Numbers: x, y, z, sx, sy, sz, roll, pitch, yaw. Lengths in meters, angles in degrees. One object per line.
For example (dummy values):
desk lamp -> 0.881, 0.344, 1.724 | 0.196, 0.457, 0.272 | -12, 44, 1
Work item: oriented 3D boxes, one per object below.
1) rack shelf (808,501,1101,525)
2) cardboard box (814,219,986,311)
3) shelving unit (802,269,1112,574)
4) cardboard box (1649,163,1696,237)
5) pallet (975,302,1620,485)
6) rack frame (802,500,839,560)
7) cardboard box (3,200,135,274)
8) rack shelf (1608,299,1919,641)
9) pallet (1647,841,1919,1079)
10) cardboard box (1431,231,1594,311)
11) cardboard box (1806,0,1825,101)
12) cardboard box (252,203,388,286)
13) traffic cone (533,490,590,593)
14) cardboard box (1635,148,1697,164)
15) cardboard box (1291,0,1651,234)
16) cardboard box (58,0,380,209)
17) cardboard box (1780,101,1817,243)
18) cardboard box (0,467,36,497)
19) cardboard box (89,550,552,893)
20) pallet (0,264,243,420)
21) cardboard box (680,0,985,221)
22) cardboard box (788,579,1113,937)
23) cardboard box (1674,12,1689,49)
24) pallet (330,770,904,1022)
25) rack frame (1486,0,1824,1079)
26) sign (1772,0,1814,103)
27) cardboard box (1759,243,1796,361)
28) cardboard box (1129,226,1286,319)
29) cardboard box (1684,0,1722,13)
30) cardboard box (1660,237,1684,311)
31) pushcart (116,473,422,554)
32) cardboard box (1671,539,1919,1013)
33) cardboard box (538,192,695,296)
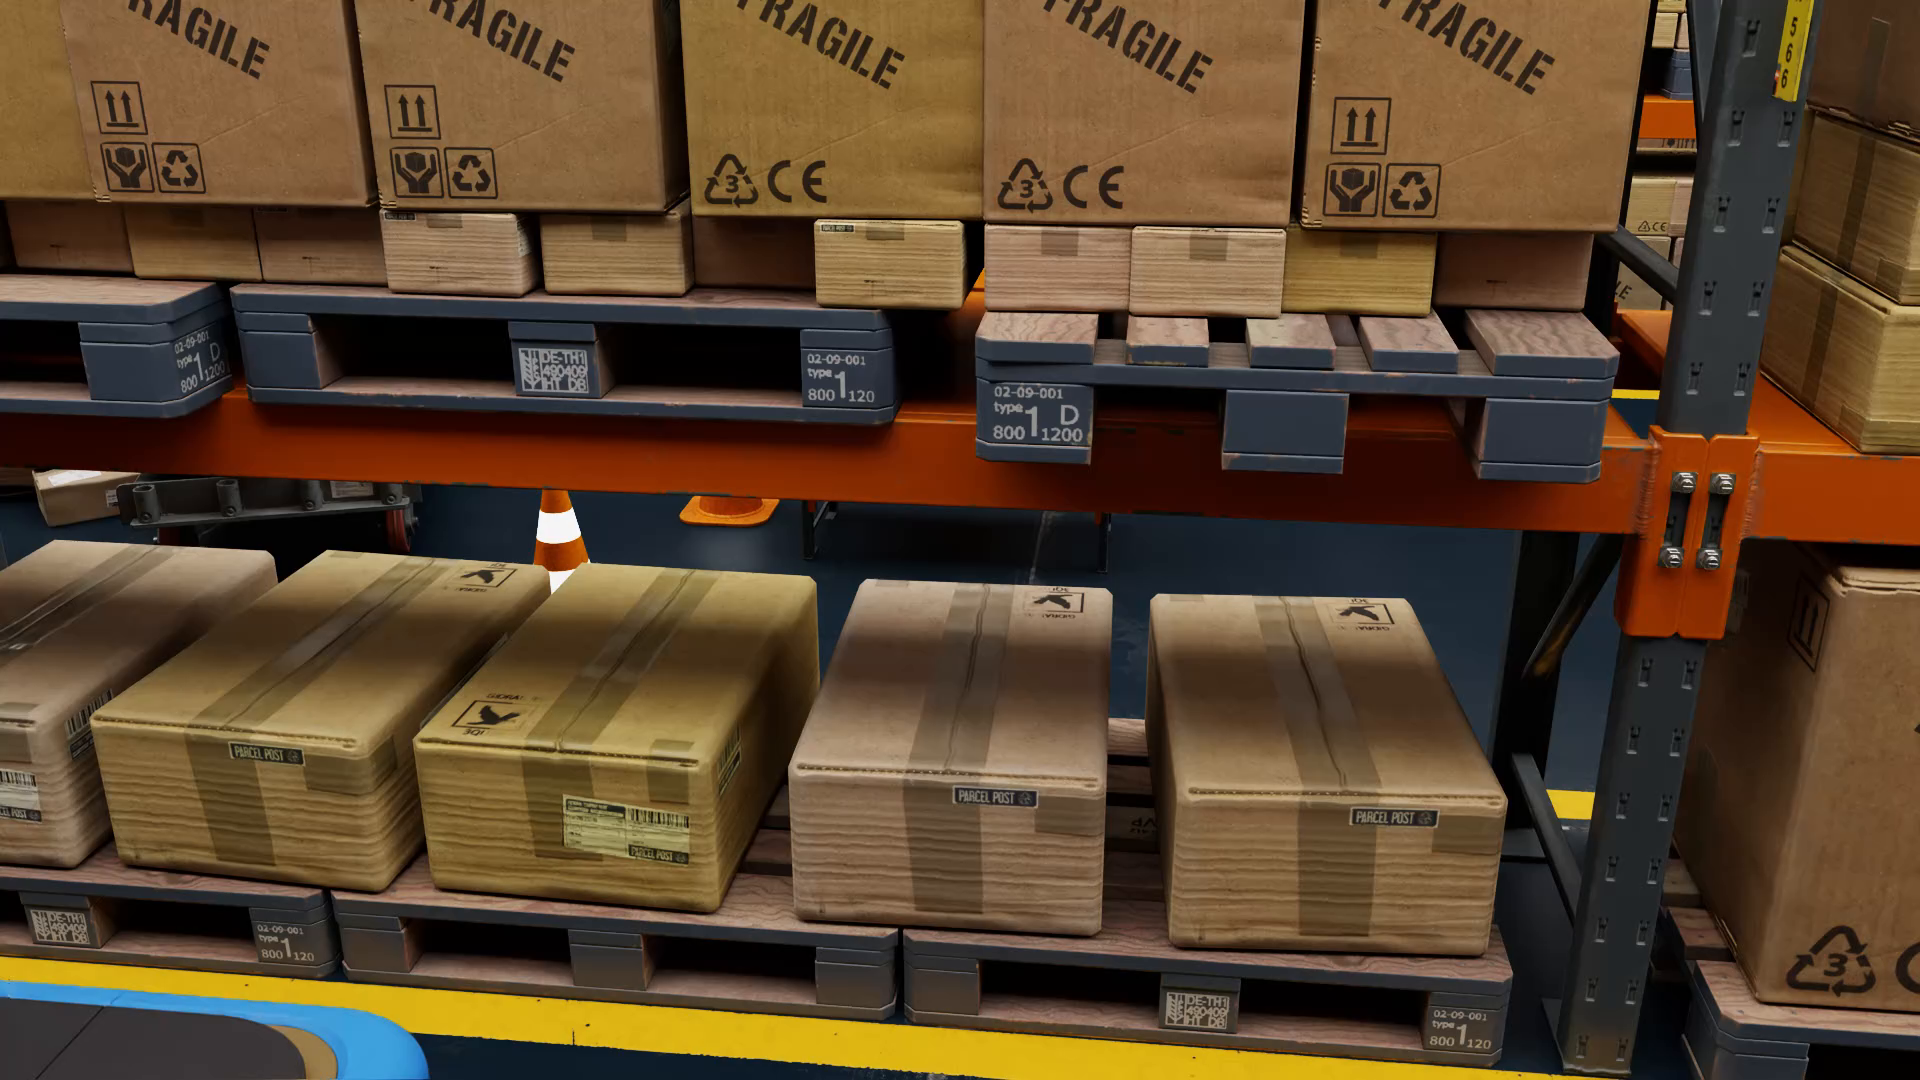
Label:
rack shelf -> 0.007, -0.295, 5.822 | 1.000, 0.278, 0.538 | 2, 22, 6
cardboard box -> -0.096, -0.529, 2.969 | 0.250, 0.149, 0.380 | 3, 22, 7
shelving unit -> 0.007, -0.523, 5.732 | 1.048, 1.125, 0.538 | 2, 22, 6
cardboard box -> 3.443, -1.549, 7.587 | 0.500, 0.250, 0.500 | 3, 22, 7
pallet -> 0.591, -0.425, 3.195 | 1.003, 0.211, 1.213 | 2, 22, 6
rack frame -> -0.498, -0.545, 5.788 | 0.032, 1.125, 0.500 | 2, 22, 6
cardboard box -> -1.612, -0.636, 3.239 | 0.250, 0.149, 0.380 | 4, 22, 10
rack shelf -> 3.297, -0.101, 3.094 | 4.000, 0.370, 1.077 | 2, 22, 6
pallet -> 2.085, 0.836, 3.537 | 1.213, 0.211, 1.003 | 2, 22, 6
cardboard box -> 0.958, -0.529, 2.968 | 0.250, 0.149, 0.380 | 3, 22, 8
cardboard box -> 1.855, -1.107, 3.163 | 0.500, 0.500, 0.500 | 2, 22, 5
cardboard box -> -1.116, -0.598, 3.143 | 0.250, 0.149, 0.380 | 3, 22, 7
traffic cone -> -1.265, 0.027, 5.241 | 0.334, 0.463, 0.336 | 2, 22, 6
cardboard box -> 3.509, -1.736, 8.059 | 0.500, 0.250, 0.500 | 3, 22, 8
cardboard box -> 0.827, -0.820, 2.823 | 0.500, 0.500, 0.500 | 2, 22, 5
cardboard box -> -1.242, -0.902, 3.030 | 0.500, 0.500, 0.500 | 2, 22, 6
cardboard box -> 1.822, -0.756, 3.297 | 0.500, 0.250, 0.500 | 2, 22, 6
cardboard box -> -3.661, -0.581, 6.541 | 0.503, 0.637, 0.797 | 2, 22, 6
cardboard box -> -1.426, 0.383, 3.893 | 0.625, 0.372, 0.950 | 4, 22, 10
pallet -> -1.919, -0.520, 3.435 | 1.213, 0.211, 1.003 | 2, 22, 6
cardboard box -> -0.189, -0.860, 2.923 | 0.500, 0.500, 0.500 | 1, 22, 3
cardboard box -> 0.017, 0.448, 3.730 | 0.625, 0.372, 0.950 | 2, 22, 5
cardboard box -> 3.281, -2.274, 7.383 | 0.250, 0.149, 0.380 | 3, 22, 8
pallet -> -0.673, 0.687, 3.916 | 1.213, 0.211, 1.003 | 2, 22, 6
rack frame -> 1.311, -0.522, 3.180 | 0.127, 3.000, 1.000 | 2, 22, 6
sign -> 1.257, -0.825, 2.480 | 0.005, 0.325, 0.100 | 2, 22, 6
cardboard box -> 1.844, -0.525, 3.392 | 0.500, 0.250, 0.500 | 2, 22, 4
cardboard box -> 0.428, -0.508, 2.916 | 0.250, 0.149, 0.380 | 2, 22, 6
cardboard box -> 3.282, -2.413, 7.329 | 0.250, 0.149, 0.380 | 3, 22, 6
cardboard box -> 3.476, -1.202, 7.728 | 0.500, 0.500, 0.500 | 2, 22, 5
pushcart -> -2.442, -0.310, 6.211 | 0.936, 0.377, 1.648 | -5, 22, -12
cardboard box -> 1.987, 0.331, 3.341 | 0.875, 0.875, 0.875 | 2, 22, 6
cardboard box -> -0.590, -0.567, 3.064 | 0.250, 0.149, 0.380 | 2, 22, 5
